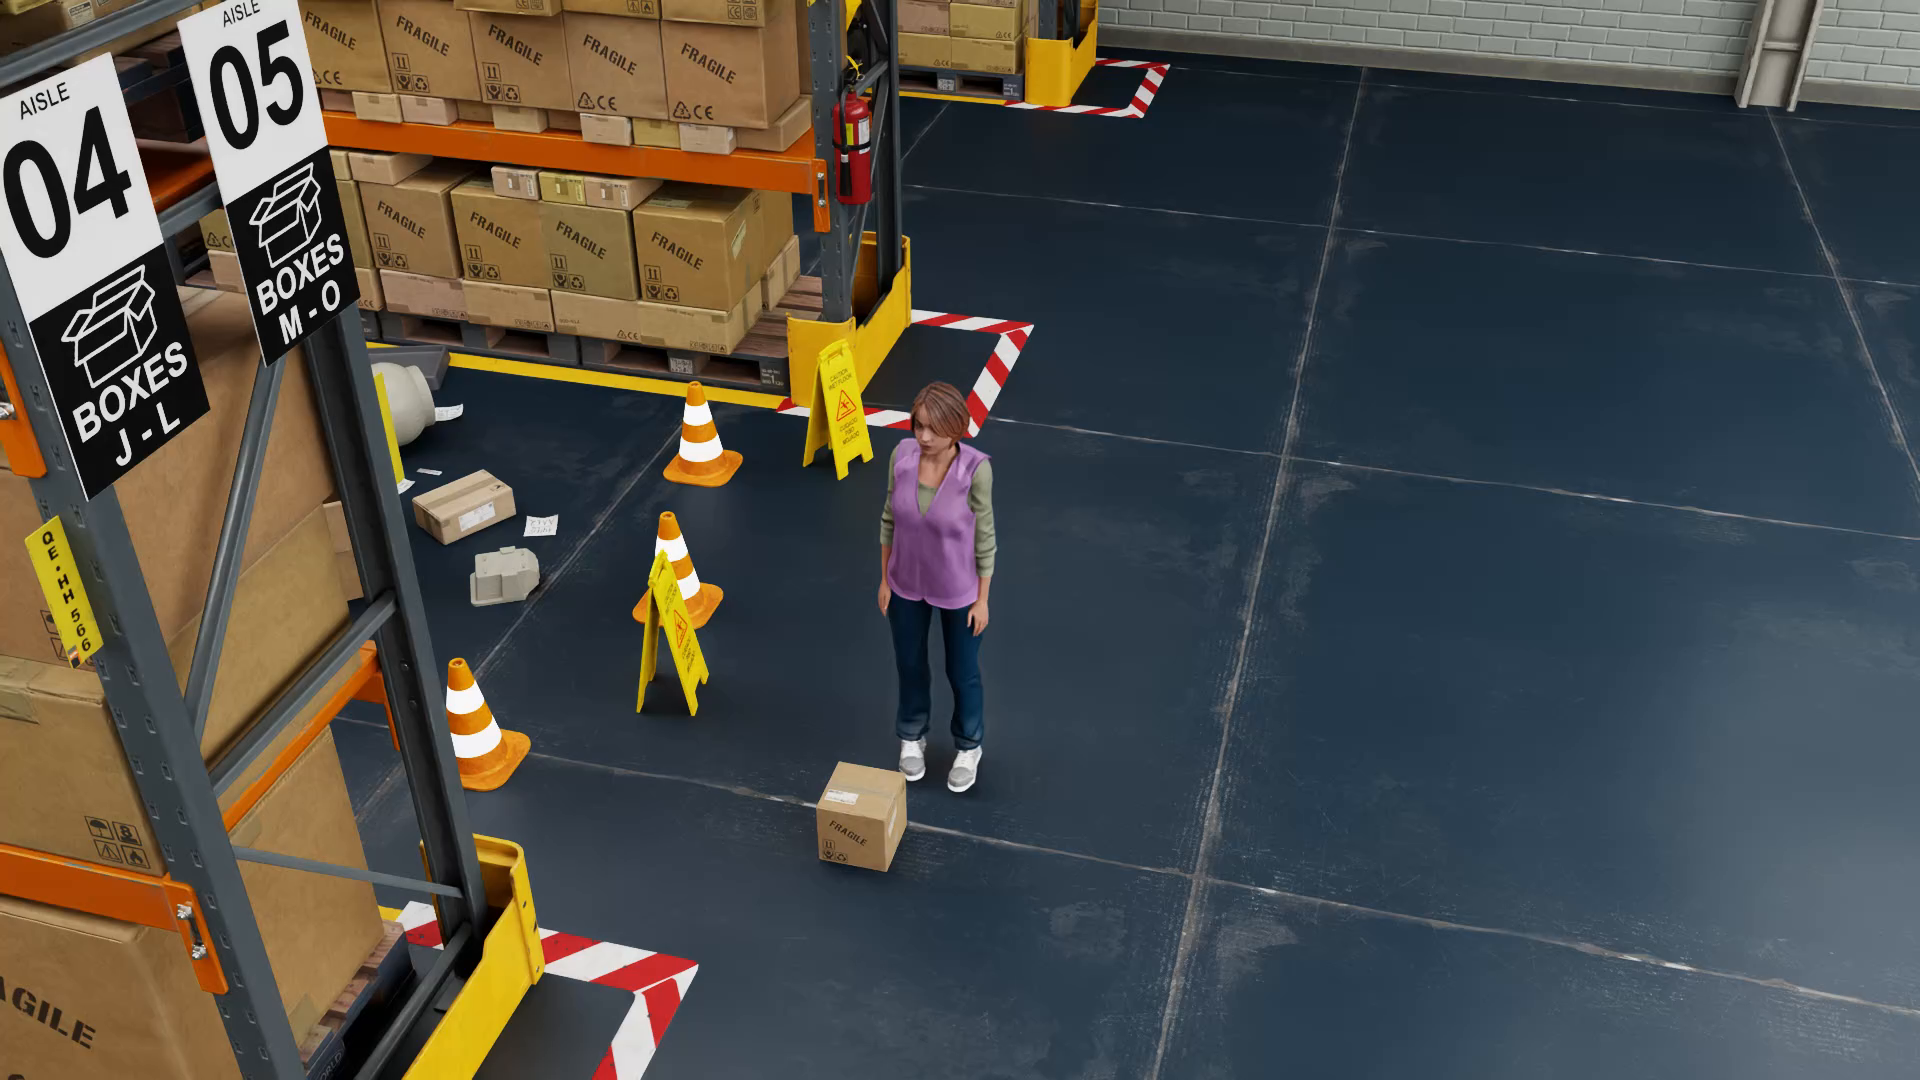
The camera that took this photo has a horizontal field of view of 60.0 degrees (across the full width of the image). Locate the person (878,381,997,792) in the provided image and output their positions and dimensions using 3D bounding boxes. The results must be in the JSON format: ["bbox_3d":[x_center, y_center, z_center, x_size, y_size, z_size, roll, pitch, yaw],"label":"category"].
[{"bbox_3d":[-0.079,0.175,5.842,0.424,1.607,0.321,12,35,17],"label":"person"}]
